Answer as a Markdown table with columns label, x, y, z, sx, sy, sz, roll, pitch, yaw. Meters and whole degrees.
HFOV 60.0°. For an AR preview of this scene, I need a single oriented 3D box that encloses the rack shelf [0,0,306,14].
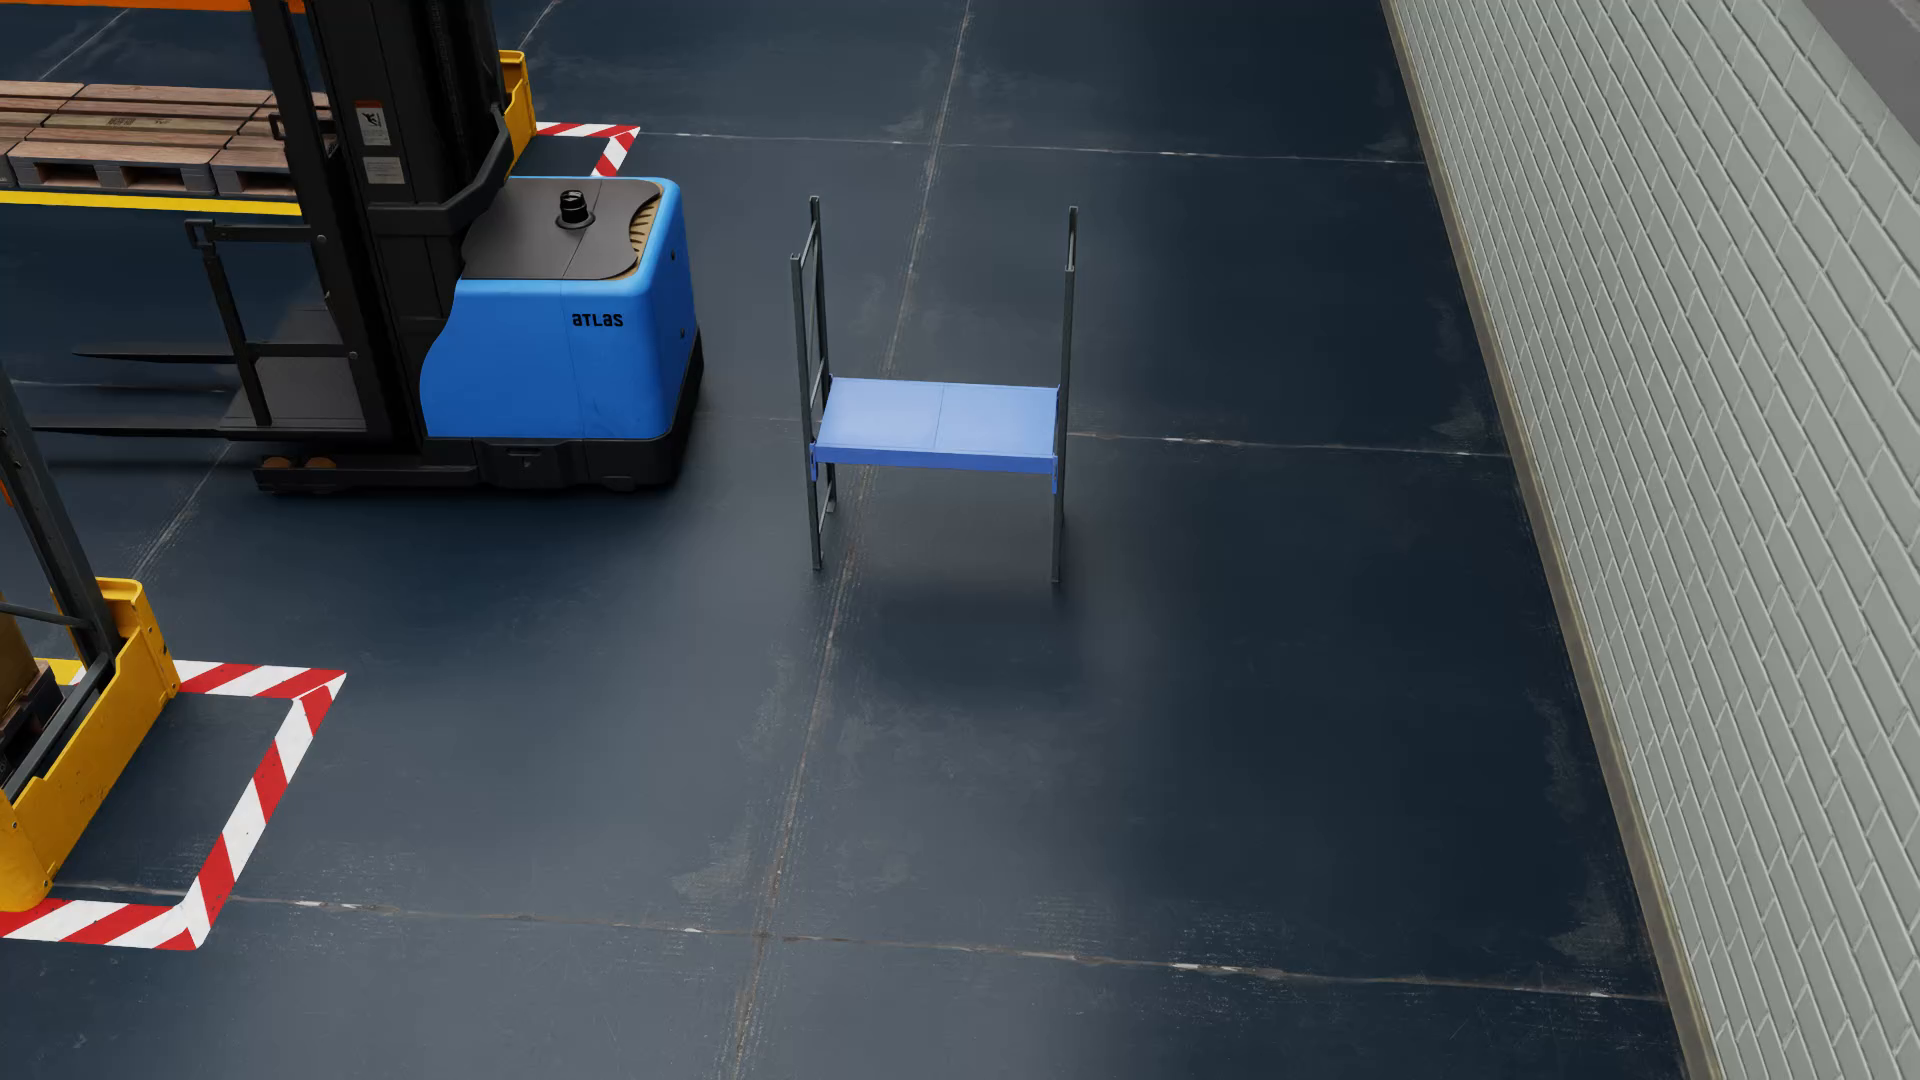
| label | x | y | z | sx | sy | sz | roll | pitch | yaw |
| --- | --- | --- | --- | --- | --- | --- | --- | --- | --- |
| rack shelf | -4.871 | -3.210 | 9.388 | 4.000 | 0.370 | 1.077 | 3 | 39 | 4 |

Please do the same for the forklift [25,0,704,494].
| label | x | y | z | sx | sy | sz | roll | pitch | yaw |
| --- | --- | --- | --- | --- | --- | --- | --- | --- | --- |
| forklift | -2.781 | -1.677 | 6.988 | 3.031 | 2.935 | 1.130 | 1 | 39 | 1 |

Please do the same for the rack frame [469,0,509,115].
| label | x | y | z | sx | sy | sz | roll | pitch | yaw |
| --- | --- | --- | --- | --- | --- | --- | --- | --- | --- |
| rack frame | -2.879 | -3.380 | 9.027 | 0.127 | 3.000 | 1.000 | 3 | 39 | 4 |

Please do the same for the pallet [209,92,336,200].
| label | x | y | z | sx | sy | sz | roll | pitch | yaw |
| --- | --- | --- | --- | --- | --- | --- | --- | --- | --- |
| pallet | -3.697 | -2.368 | 9.992 | 1.213 | 0.211 | 1.003 | 3 | 39 | 4 |

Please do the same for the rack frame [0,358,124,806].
| label | x | y | z | sx | sy | sz | roll | pitch | yaw |
| --- | --- | --- | --- | --- | --- | --- | --- | --- | --- |
| rack frame | -3.306 | -0.265 | 5.200 | 0.127 | 3.000 | 1.000 | 3 | 39 | 4 |

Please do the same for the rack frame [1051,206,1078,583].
| label | x | y | z | sx | sy | sz | roll | pitch | yaw |
| --- | --- | --- | --- | --- | --- | --- | --- | --- | --- |
| rack frame | 0.421 | -0.559 | 6.748 | 0.032 | 1.500 | 0.500 | 3 | 39 | 4 |

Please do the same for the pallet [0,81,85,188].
| label | x | y | z | sx | sy | sz | roll | pitch | yaw |
| --- | --- | --- | --- | --- | --- | --- | --- | --- | --- |
| pallet | -6.128 | -2.501 | 10.155 | 1.213 | 0.211 | 1.003 | 3 | 39 | 4 |

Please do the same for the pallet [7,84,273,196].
| label | x | y | z | sx | sy | sz | roll | pitch | yaw |
| --- | --- | --- | --- | --- | --- | --- | --- | --- | --- |
| pallet | -4.909 | -2.436 | 10.076 | 1.213 | 0.211 | 1.003 | 3 | 39 | 4 |

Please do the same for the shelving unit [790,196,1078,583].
| label | x | y | z | sx | sy | sz | roll | pitch | yaw |
| --- | --- | --- | --- | --- | --- | --- | --- | --- | --- |
| shelving unit | -0.085 | -0.586 | 6.782 | 1.048 | 1.500 | 0.538 | 3 | 39 | 4 |

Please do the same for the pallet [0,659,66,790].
| label | x | y | z | sx | sy | sz | roll | pitch | yaw |
| --- | --- | --- | --- | --- | --- | --- | --- | --- | --- |
| pallet | -4.110 | 0.822 | 6.073 | 1.213 | 0.211 | 1.003 | 3 | 39 | 4 |

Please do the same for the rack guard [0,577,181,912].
| label | x | y | z | sx | sy | sz | roll | pitch | yaw |
| --- | --- | --- | --- | --- | --- | --- | --- | --- | --- |
| rack guard | -3.282 | 0.705 | 5.987 | 0.348 | 0.500 | 1.175 | 3 | 39 | 4 |

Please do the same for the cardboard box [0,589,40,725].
| label | x | y | z | sx | sy | sz | roll | pitch | yaw |
| --- | --- | --- | --- | --- | --- | --- | --- | --- | --- |
| cardboard box | -3.951 | 0.411 | 5.719 | 0.875 | 0.875 | 0.875 | 3 | 39 | 4 |

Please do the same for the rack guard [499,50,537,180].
| label | x | y | z | sx | sy | sz | roll | pitch | yaw |
| --- | --- | --- | --- | --- | --- | --- | --- | --- | --- |
| rack guard | -2.854 | -2.418 | 9.824 | 0.348 | 0.500 | 1.175 | 3 | 39 | 4 |

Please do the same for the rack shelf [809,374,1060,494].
| label | x | y | z | sx | sy | sz | roll | pitch | yaw |
| --- | --- | --- | --- | --- | --- | --- | --- | --- | --- |
| rack shelf | -0.085 | -0.447 | 6.896 | 1.000 | 0.185 | 0.538 | 3 | 39 | 4 |

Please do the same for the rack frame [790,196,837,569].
| label | x | y | z | sx | sy | sz | roll | pitch | yaw |
| --- | --- | --- | --- | --- | --- | --- | --- | --- | --- |
| rack frame | -0.591 | -0.614 | 6.816 | 0.032 | 1.500 | 0.500 | 3 | 39 | 4 |

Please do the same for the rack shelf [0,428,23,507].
| label | x | y | z | sx | sy | sz | roll | pitch | yaw |
| --- | --- | --- | --- | --- | --- | --- | --- | --- | --- |
| rack shelf | -5.299 | -0.095 | 5.561 | 4.000 | 0.370 | 1.077 | 3 | 39 | 4 |
